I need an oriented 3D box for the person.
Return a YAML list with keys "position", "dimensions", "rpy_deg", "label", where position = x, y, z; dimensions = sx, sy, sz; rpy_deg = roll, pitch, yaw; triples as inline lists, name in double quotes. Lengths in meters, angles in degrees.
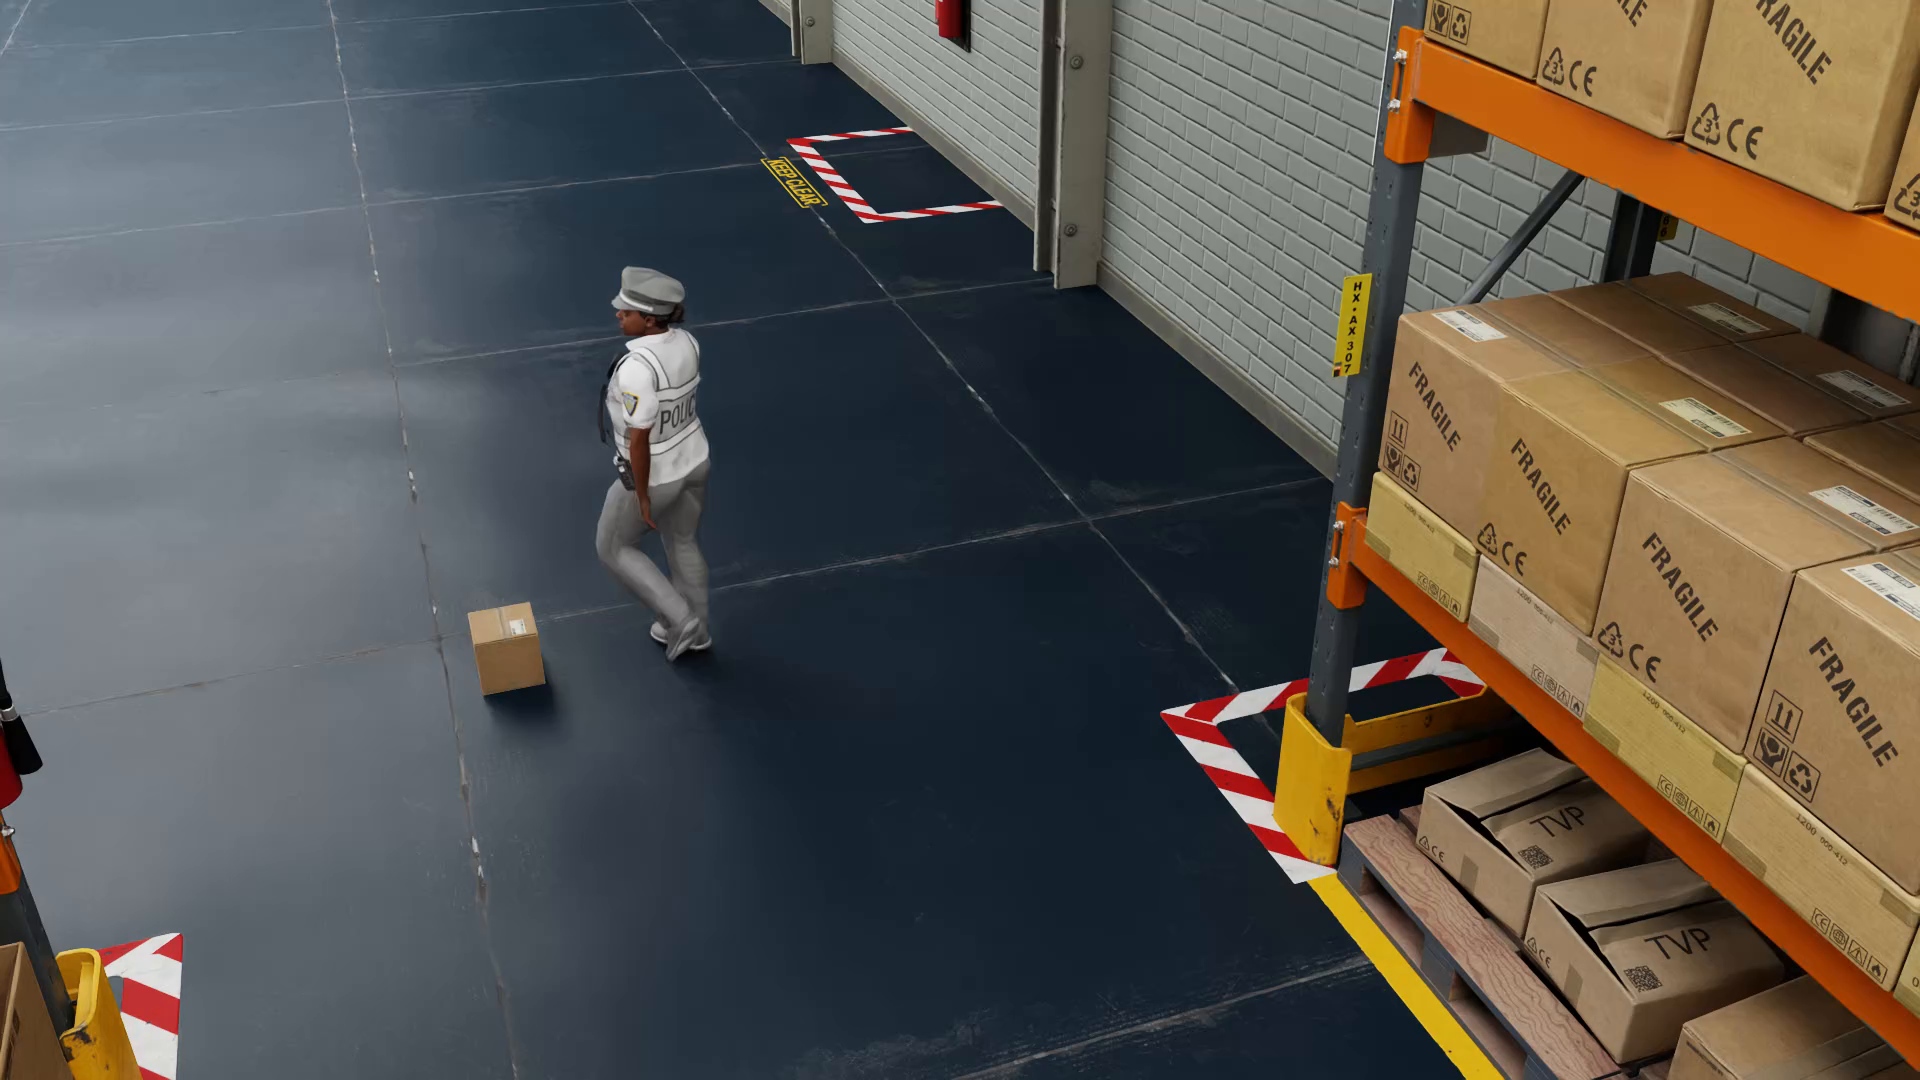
- position: [-1.211, -0.274, 6.554]
  dimensions: [0.439, 1.683, 0.456]
  rpy_deg: [16, 34, 25]
  label: "person"
